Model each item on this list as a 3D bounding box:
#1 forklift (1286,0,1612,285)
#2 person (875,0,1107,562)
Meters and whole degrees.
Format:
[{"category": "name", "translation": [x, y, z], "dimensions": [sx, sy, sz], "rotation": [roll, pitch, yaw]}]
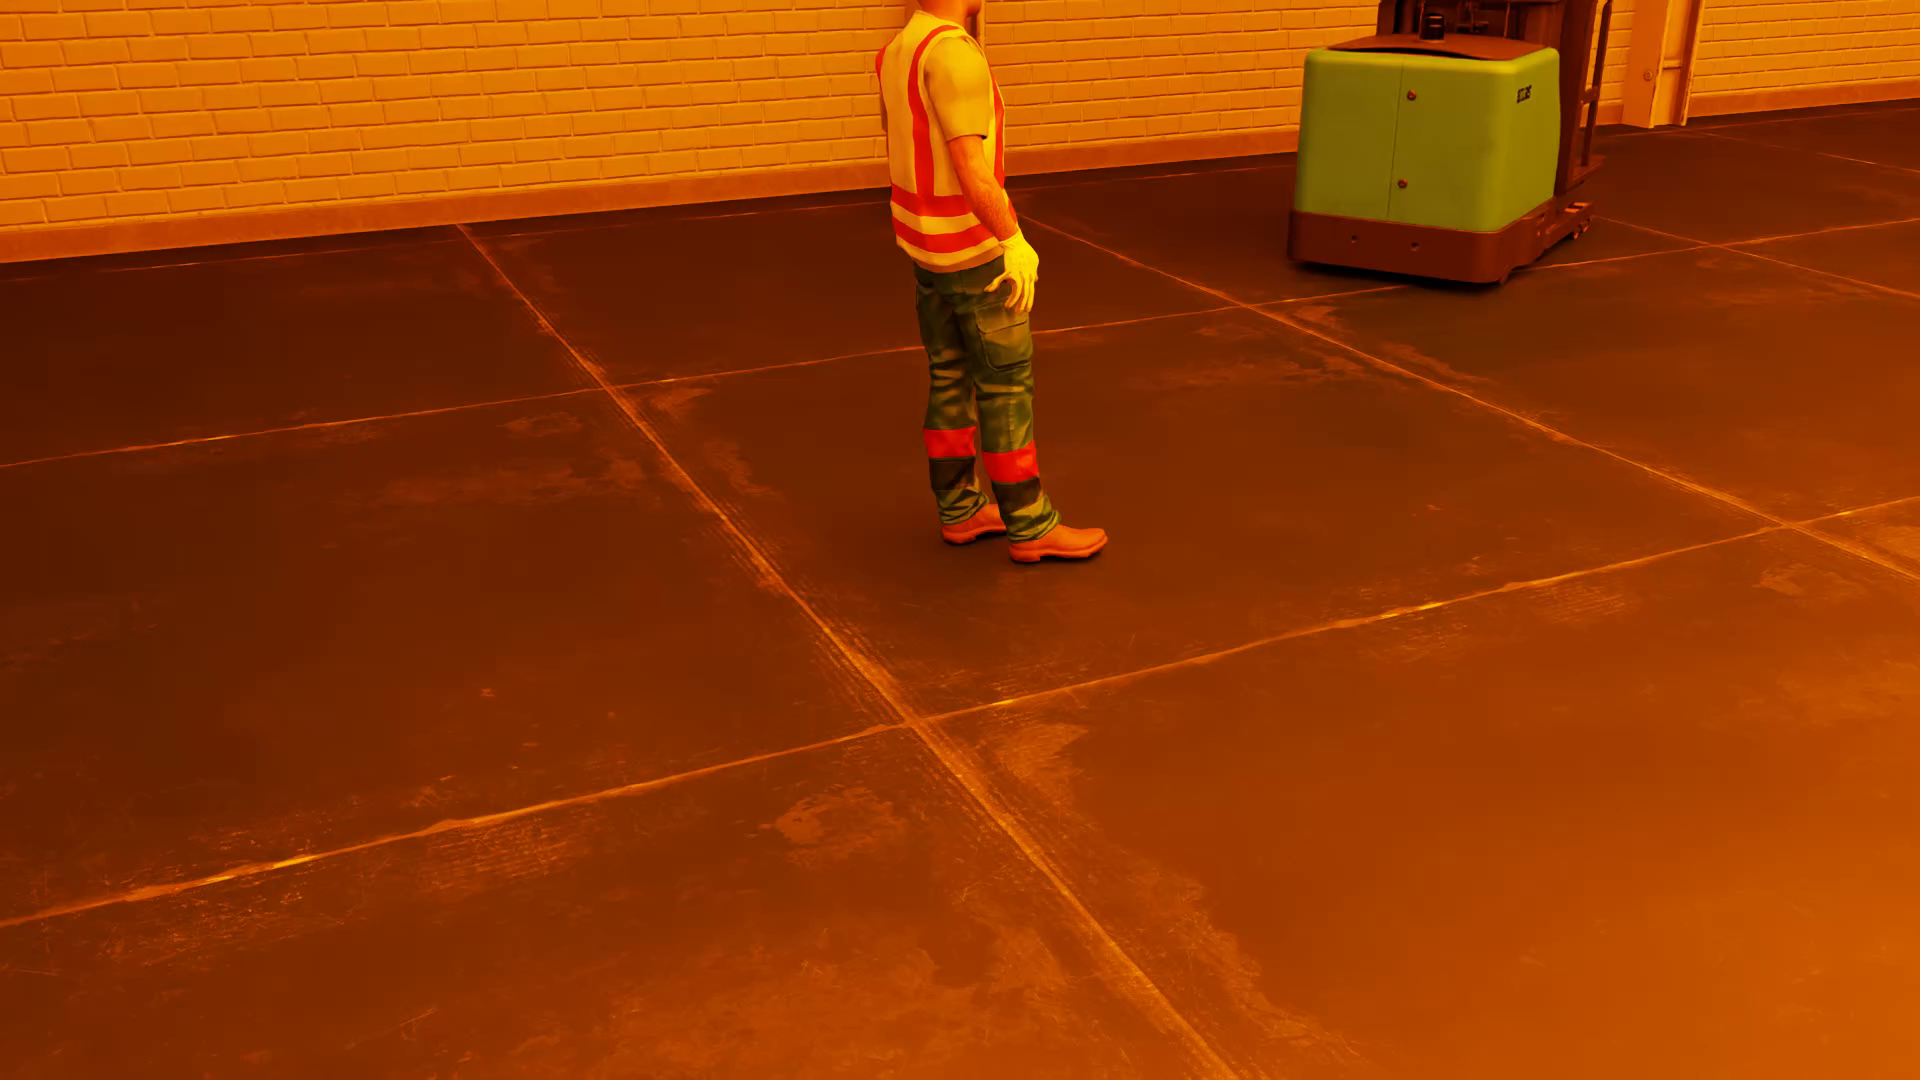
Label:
[{"category": "forklift", "translation": [2.856, -3.079, 8.698], "dimensions": [1.130, 2.935, 3.031], "rotation": [14, 26, 30]}, {"category": "person", "translation": [0.078, -0.842, 4.782], "dimensions": [0.564, 1.787, 0.637], "rotation": [-10, 25, -23]}]
